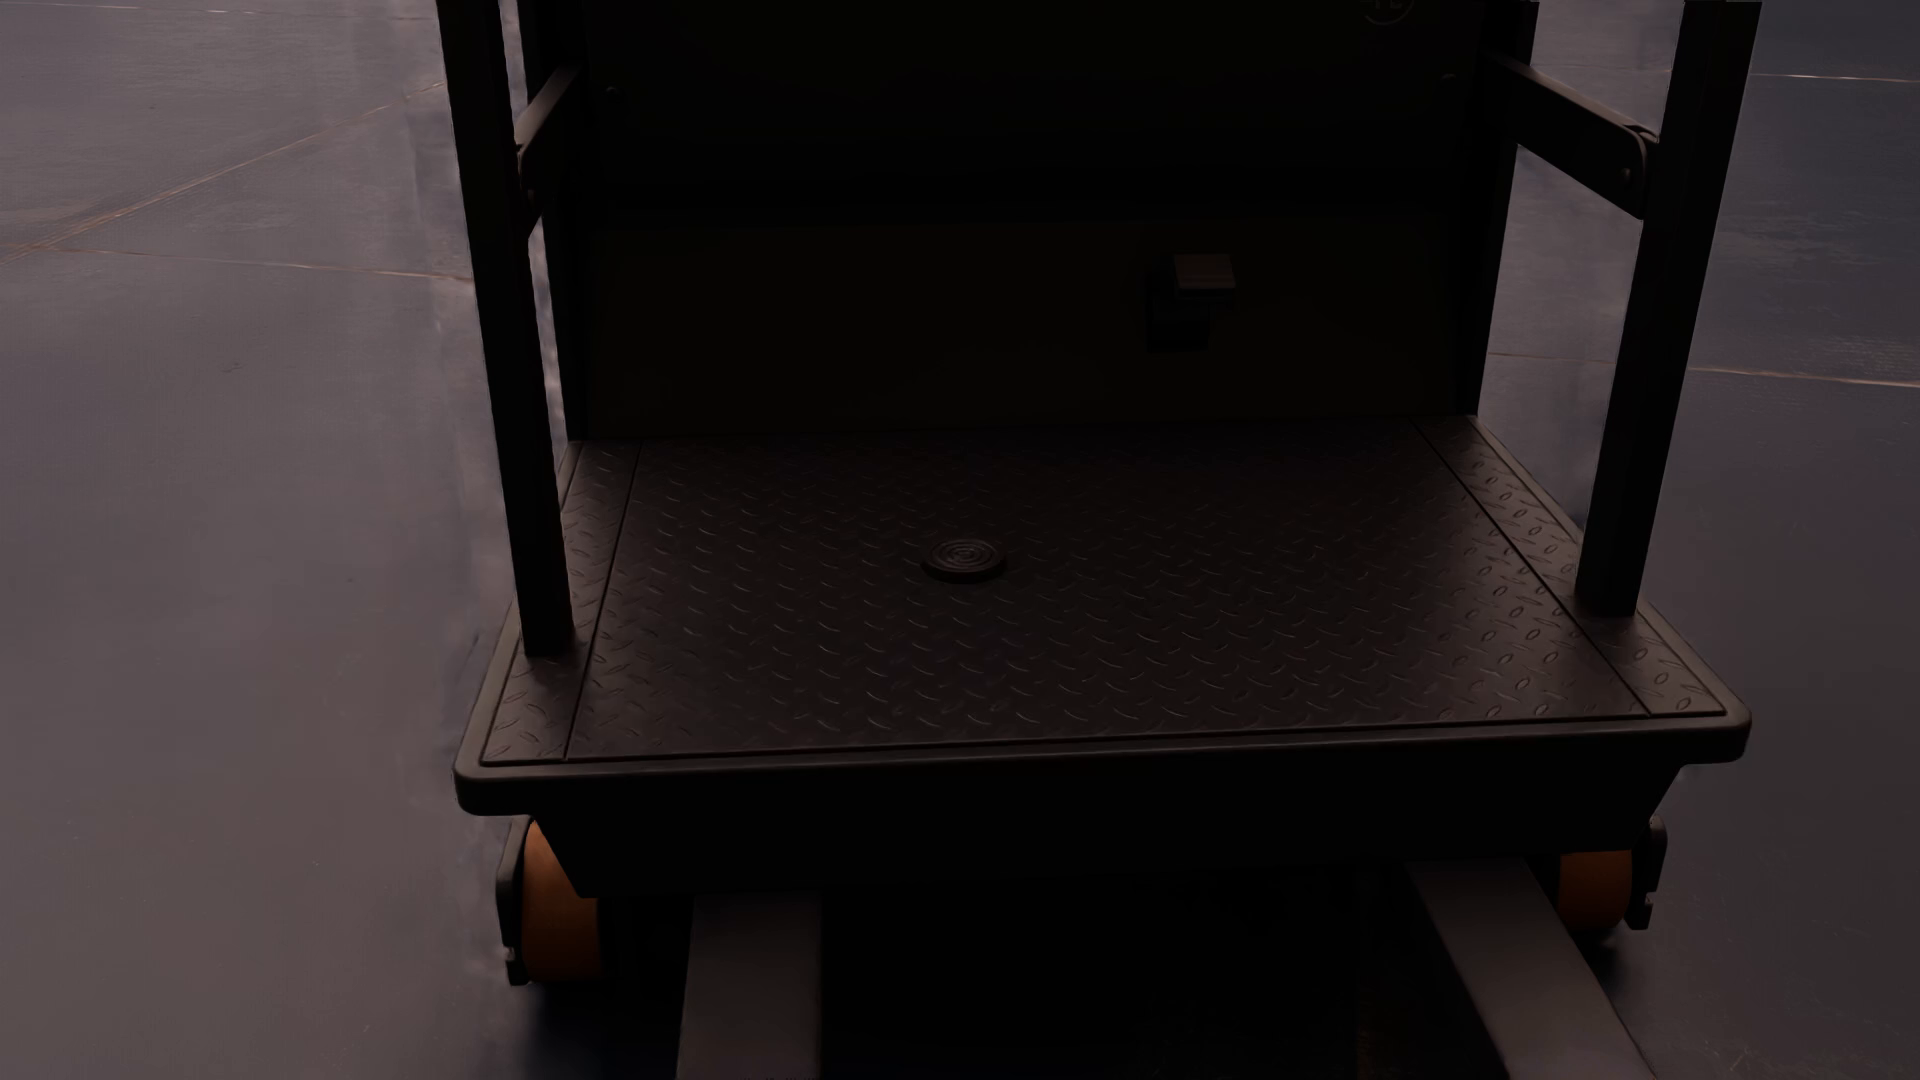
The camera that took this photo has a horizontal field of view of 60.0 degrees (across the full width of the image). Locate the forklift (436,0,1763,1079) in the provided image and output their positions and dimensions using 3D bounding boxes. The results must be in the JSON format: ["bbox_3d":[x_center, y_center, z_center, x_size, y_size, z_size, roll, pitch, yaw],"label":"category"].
[{"bbox_3d":[0.098,-1.029,1.286,1.130,2.935,3.031,-2,27,-4],"label":"forklift"}]
